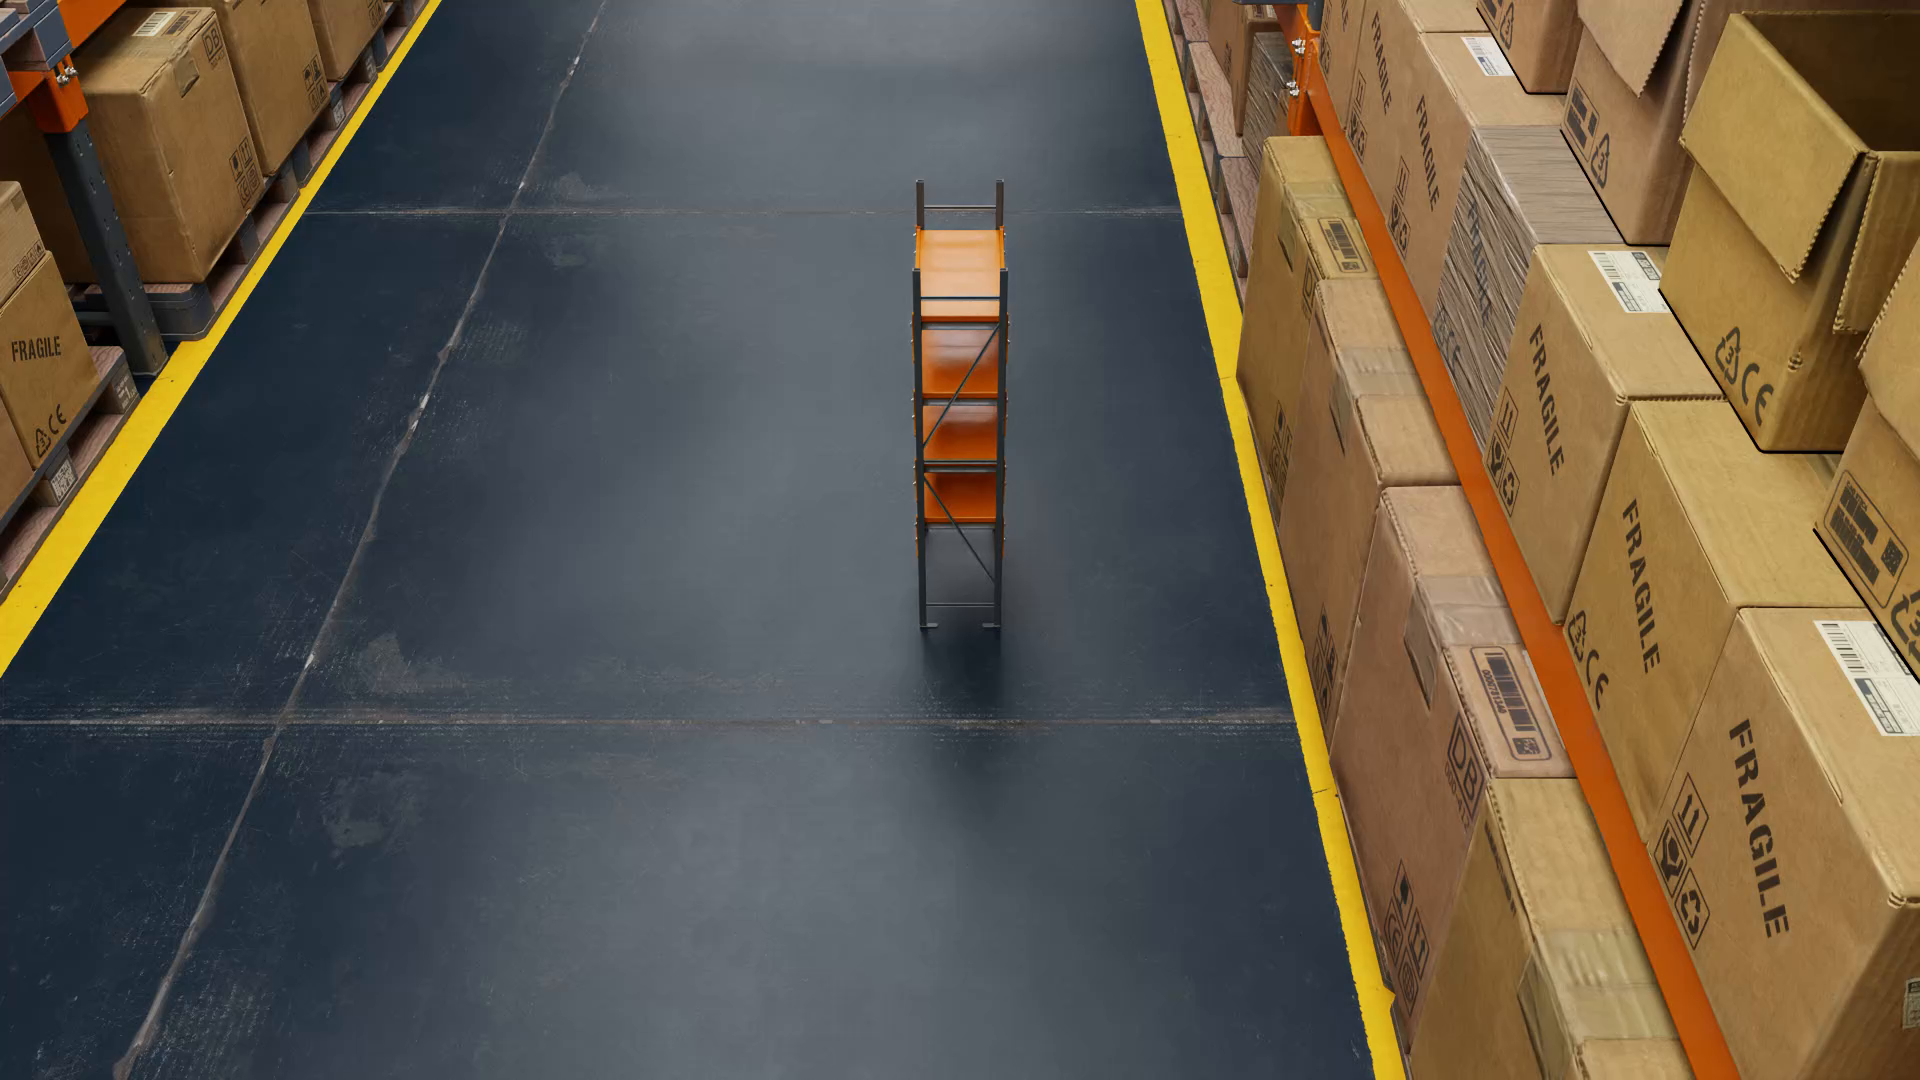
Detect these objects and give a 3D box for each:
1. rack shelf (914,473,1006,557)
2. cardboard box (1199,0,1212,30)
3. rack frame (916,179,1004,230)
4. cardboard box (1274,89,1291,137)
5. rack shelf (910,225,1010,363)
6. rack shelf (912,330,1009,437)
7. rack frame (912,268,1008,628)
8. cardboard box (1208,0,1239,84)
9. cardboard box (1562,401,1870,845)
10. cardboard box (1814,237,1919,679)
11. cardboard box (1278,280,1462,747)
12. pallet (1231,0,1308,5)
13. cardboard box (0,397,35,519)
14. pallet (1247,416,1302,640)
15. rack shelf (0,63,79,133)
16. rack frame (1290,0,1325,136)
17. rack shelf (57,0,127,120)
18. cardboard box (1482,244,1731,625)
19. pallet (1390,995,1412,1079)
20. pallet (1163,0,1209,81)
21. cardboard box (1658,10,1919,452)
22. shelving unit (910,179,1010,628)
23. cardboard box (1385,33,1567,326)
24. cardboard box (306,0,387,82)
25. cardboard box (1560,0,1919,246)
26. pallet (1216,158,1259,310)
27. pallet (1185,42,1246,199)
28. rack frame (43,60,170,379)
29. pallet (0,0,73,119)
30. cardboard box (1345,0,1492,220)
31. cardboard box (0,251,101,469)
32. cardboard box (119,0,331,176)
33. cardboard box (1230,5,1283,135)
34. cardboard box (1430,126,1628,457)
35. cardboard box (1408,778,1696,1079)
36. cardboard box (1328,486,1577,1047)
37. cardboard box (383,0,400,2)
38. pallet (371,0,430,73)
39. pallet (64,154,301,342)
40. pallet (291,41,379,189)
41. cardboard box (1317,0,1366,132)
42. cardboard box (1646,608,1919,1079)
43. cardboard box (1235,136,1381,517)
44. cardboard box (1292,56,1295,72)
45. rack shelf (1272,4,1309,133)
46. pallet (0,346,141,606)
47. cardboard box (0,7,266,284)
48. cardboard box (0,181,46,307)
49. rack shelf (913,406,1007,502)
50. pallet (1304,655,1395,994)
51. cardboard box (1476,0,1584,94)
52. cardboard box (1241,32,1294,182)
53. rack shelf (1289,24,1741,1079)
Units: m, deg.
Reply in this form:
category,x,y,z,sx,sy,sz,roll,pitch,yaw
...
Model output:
category,x,y,z,sx,sy,sz,roll,pitch,yaw
rack shelf,0.000,-0.157,4.912,0.258,0.148,0.480,0,39,0
cardboard box,1.532,-2.746,7.924,0.700,0.500,0.500,0,39,0
rack frame,0.000,-0.517,4.936,0.240,1.200,0.015,0,39,0
cardboard box,1.555,-1.345,6.177,0.700,0.500,0.500,-2,39,-2
rack shelf,0.000,-0.671,4.500,0.258,0.148,0.480,0,39,0
rack shelf,0.000,-0.487,4.648,0.258,0.148,0.480,0,39,0
rack frame,0.000,-0.212,4.555,0.240,1.200,0.015,0,39,0
cardboard box,1.533,-2.396,7.488,0.700,0.500,0.500,-3,39,-4
cardboard box,1.313,0.130,2.609,0.500,0.500,0.500,1,39,1
cardboard box,1.571,-0.059,2.042,0.797,0.503,0.637,-1,39,-1
cardboard box,1.549,-0.076,4.309,1.225,0.875,0.875,0,39,0
pallet,1.468,-2.101,5.626,1.213,0.211,1.003,0,39,0
cardboard box,-3.125,-0.242,4.817,0.500,0.500,0.500,1,39,2
pallet,1.501,-0.149,5.267,1.003,0.211,1.213,0,39,0
rack shelf,-3.382,-0.258,3.749,1.077,0.370,4.000,0,39,0
rack frame,1.576,-1.730,5.010,1.000,3.000,0.127,0,39,0
rack shelf,-3.387,-2.760,6.870,1.077,0.370,4.000,0,39,0
cardboard box,1.306,-0.196,3.016,0.500,0.500,0.500,0,39,-1
pallet,1.504,1.377,3.363,1.003,0.211,1.213,0,39,0
pallet,1.574,-2.657,8.396,1.003,0.211,1.213,0,39,0
cardboard box,1.582,-0.488,2.578,0.797,0.503,0.637,0,39,0
shelving unit,0.000,-0.365,4.746,0.258,1.200,0.503,0,39,0
cardboard box,1.311,-0.822,3.797,0.500,0.500,0.500,-1,39,-1
cardboard box,-3.301,-2.586,7.541,1.050,0.750,0.750,0,39,0
cardboard box,1.566,-0.877,3.063,0.797,0.503,0.637,1,39,1
pallet,1.576,-1.131,6.492,1.003,0.211,1.213,0,39,0
pallet,1.578,-1.892,7.442,1.003,0.211,1.213,0,39,0
rack frame,-3.384,-1.790,5.085,1.000,3.000,0.127,0,39,0
pallet,-3.277,-1.269,4.589,1.213,0.211,1.003,0,39,0
cardboard box,1.307,-1.143,4.197,0.500,0.500,0.500,-1,39,-1
cardboard box,-3.122,-0.567,5.222,0.500,0.500,0.500,0,39,0
cardboard box,-3.299,-2.003,6.814,1.050,0.750,0.750,1,39,1
cardboard box,1.534,-2.047,7.053,0.700,0.500,0.500,3,39,4
cardboard box,1.310,-0.510,3.407,0.500,0.500,0.500,0,39,0
cardboard box,1.560,1.036,2.922,1.225,0.875,0.875,0,39,0
cardboard box,1.558,0.477,3.619,1.225,0.875,0.875,-1,39,-2
cardboard box,-3.298,-3.189,8.294,1.050,0.750,0.750,0,39,0
pallet,-3.313,-2.721,8.476,1.003,0.211,1.213,0,39,0
pallet,-3.310,-1.195,6.572,1.003,0.211,1.213,0,39,0
pallet,-3.308,-1.956,7.522,1.003,0.211,1.213,0,39,0
cardboard box,1.304,-1.465,4.600,0.500,0.500,0.500,1,39,1
cardboard box,1.307,0.440,2.222,0.500,0.500,0.500,0,39,0
cardboard box,1.556,-0.633,5.005,1.225,0.875,0.875,-2,39,-2
cardboard box,1.534,-1.970,6.357,0.500,0.250,0.500,4,39,5
rack shelf,1.573,-2.700,6.796,1.077,0.370,4.000,0,39,0
pallet,-3.385,-0.213,5.347,1.003,0.211,1.213,0,39,0
cardboard box,-3.295,-1.457,6.132,1.050,0.750,0.750,-1,39,-1
cardboard box,-3.121,-0.843,4.967,0.500,0.250,0.500,-1,39,-1
rack shelf,0.000,-0.312,4.788,0.258,0.148,0.480,0,39,0
pallet,1.500,0.612,4.317,1.003,0.211,1.213,0,39,0
cardboard box,1.558,-1.296,3.586,0.797,0.503,0.637,1,39,1
cardboard box,1.542,-1.692,6.610,0.700,0.500,0.500,-3,39,-4
rack shelf,1.578,-0.199,3.675,1.077,0.370,4.000,0,39,0
